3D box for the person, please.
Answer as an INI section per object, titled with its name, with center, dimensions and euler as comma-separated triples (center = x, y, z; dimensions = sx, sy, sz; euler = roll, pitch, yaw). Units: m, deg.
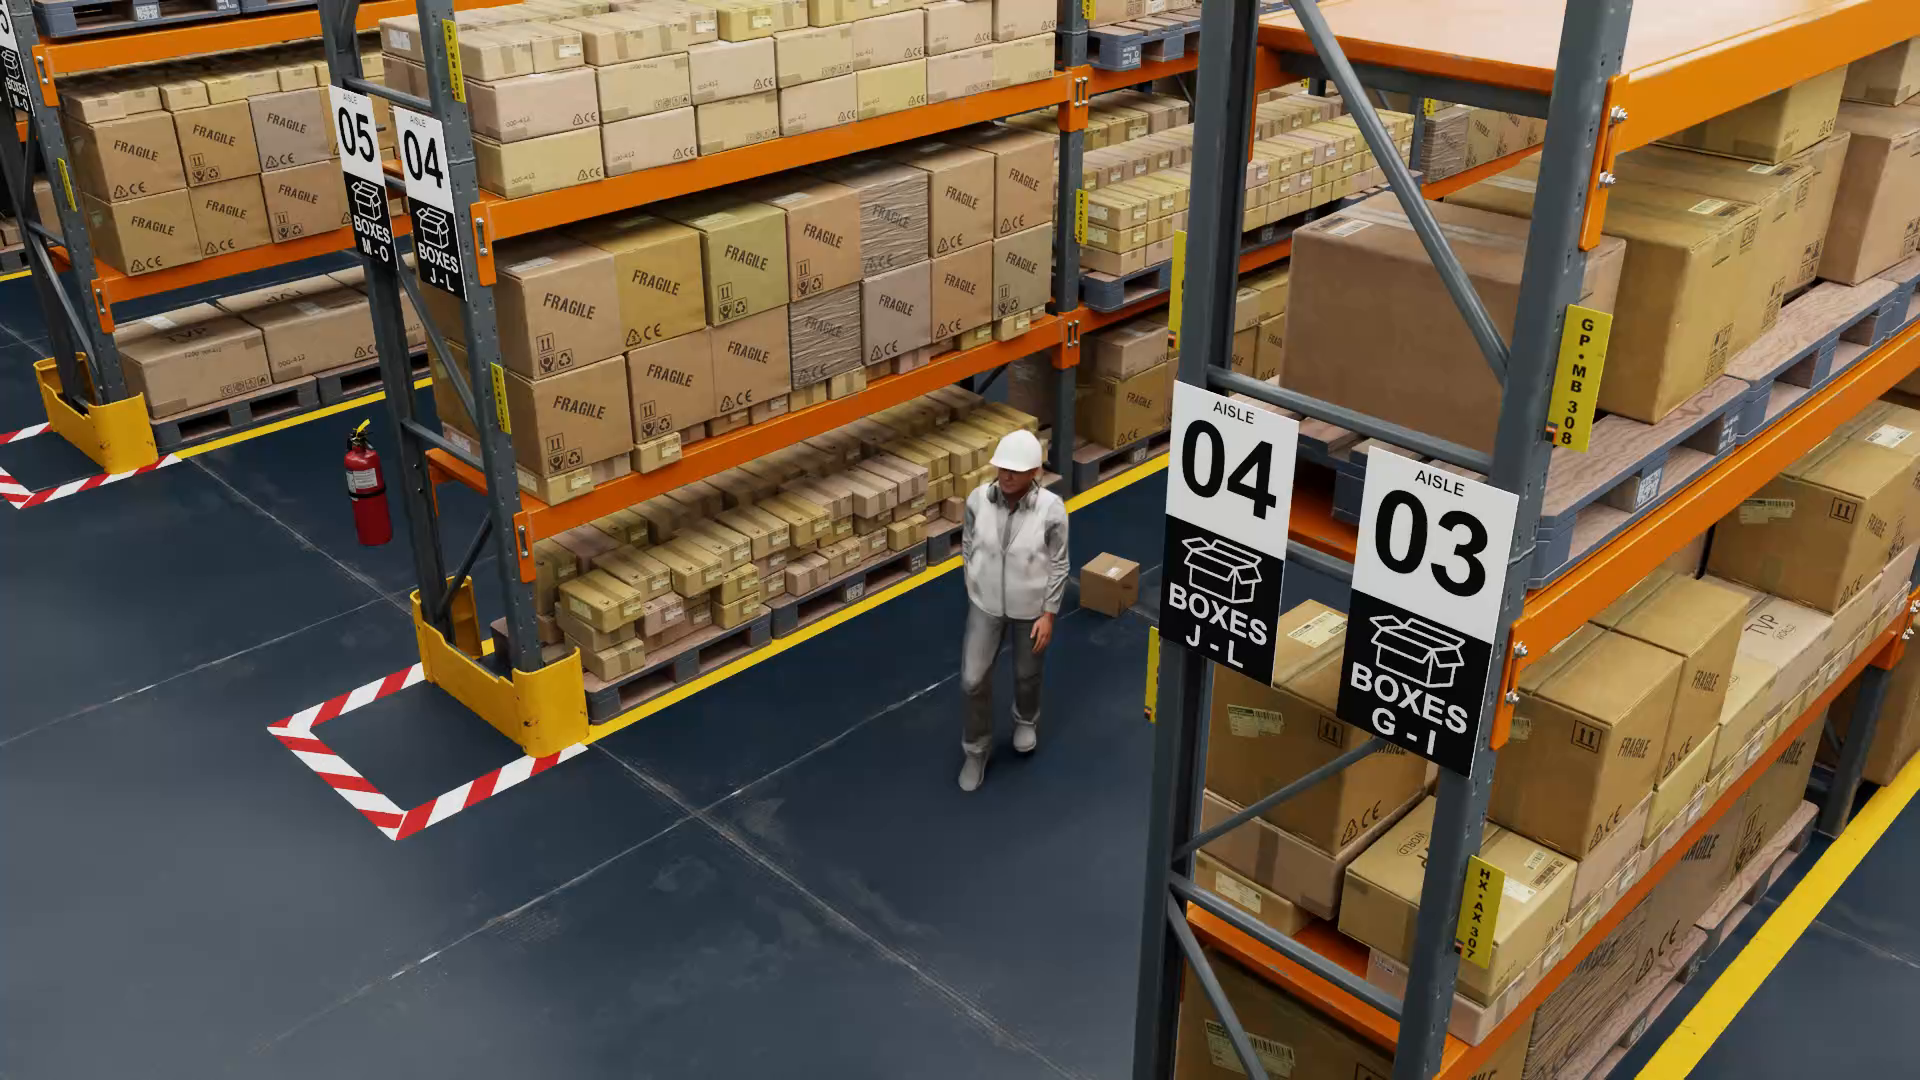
[person]
center = 0.250, 0.335, 7.979
dimensions = 0.551, 1.832, 0.629
euler = 7, 28, 13
